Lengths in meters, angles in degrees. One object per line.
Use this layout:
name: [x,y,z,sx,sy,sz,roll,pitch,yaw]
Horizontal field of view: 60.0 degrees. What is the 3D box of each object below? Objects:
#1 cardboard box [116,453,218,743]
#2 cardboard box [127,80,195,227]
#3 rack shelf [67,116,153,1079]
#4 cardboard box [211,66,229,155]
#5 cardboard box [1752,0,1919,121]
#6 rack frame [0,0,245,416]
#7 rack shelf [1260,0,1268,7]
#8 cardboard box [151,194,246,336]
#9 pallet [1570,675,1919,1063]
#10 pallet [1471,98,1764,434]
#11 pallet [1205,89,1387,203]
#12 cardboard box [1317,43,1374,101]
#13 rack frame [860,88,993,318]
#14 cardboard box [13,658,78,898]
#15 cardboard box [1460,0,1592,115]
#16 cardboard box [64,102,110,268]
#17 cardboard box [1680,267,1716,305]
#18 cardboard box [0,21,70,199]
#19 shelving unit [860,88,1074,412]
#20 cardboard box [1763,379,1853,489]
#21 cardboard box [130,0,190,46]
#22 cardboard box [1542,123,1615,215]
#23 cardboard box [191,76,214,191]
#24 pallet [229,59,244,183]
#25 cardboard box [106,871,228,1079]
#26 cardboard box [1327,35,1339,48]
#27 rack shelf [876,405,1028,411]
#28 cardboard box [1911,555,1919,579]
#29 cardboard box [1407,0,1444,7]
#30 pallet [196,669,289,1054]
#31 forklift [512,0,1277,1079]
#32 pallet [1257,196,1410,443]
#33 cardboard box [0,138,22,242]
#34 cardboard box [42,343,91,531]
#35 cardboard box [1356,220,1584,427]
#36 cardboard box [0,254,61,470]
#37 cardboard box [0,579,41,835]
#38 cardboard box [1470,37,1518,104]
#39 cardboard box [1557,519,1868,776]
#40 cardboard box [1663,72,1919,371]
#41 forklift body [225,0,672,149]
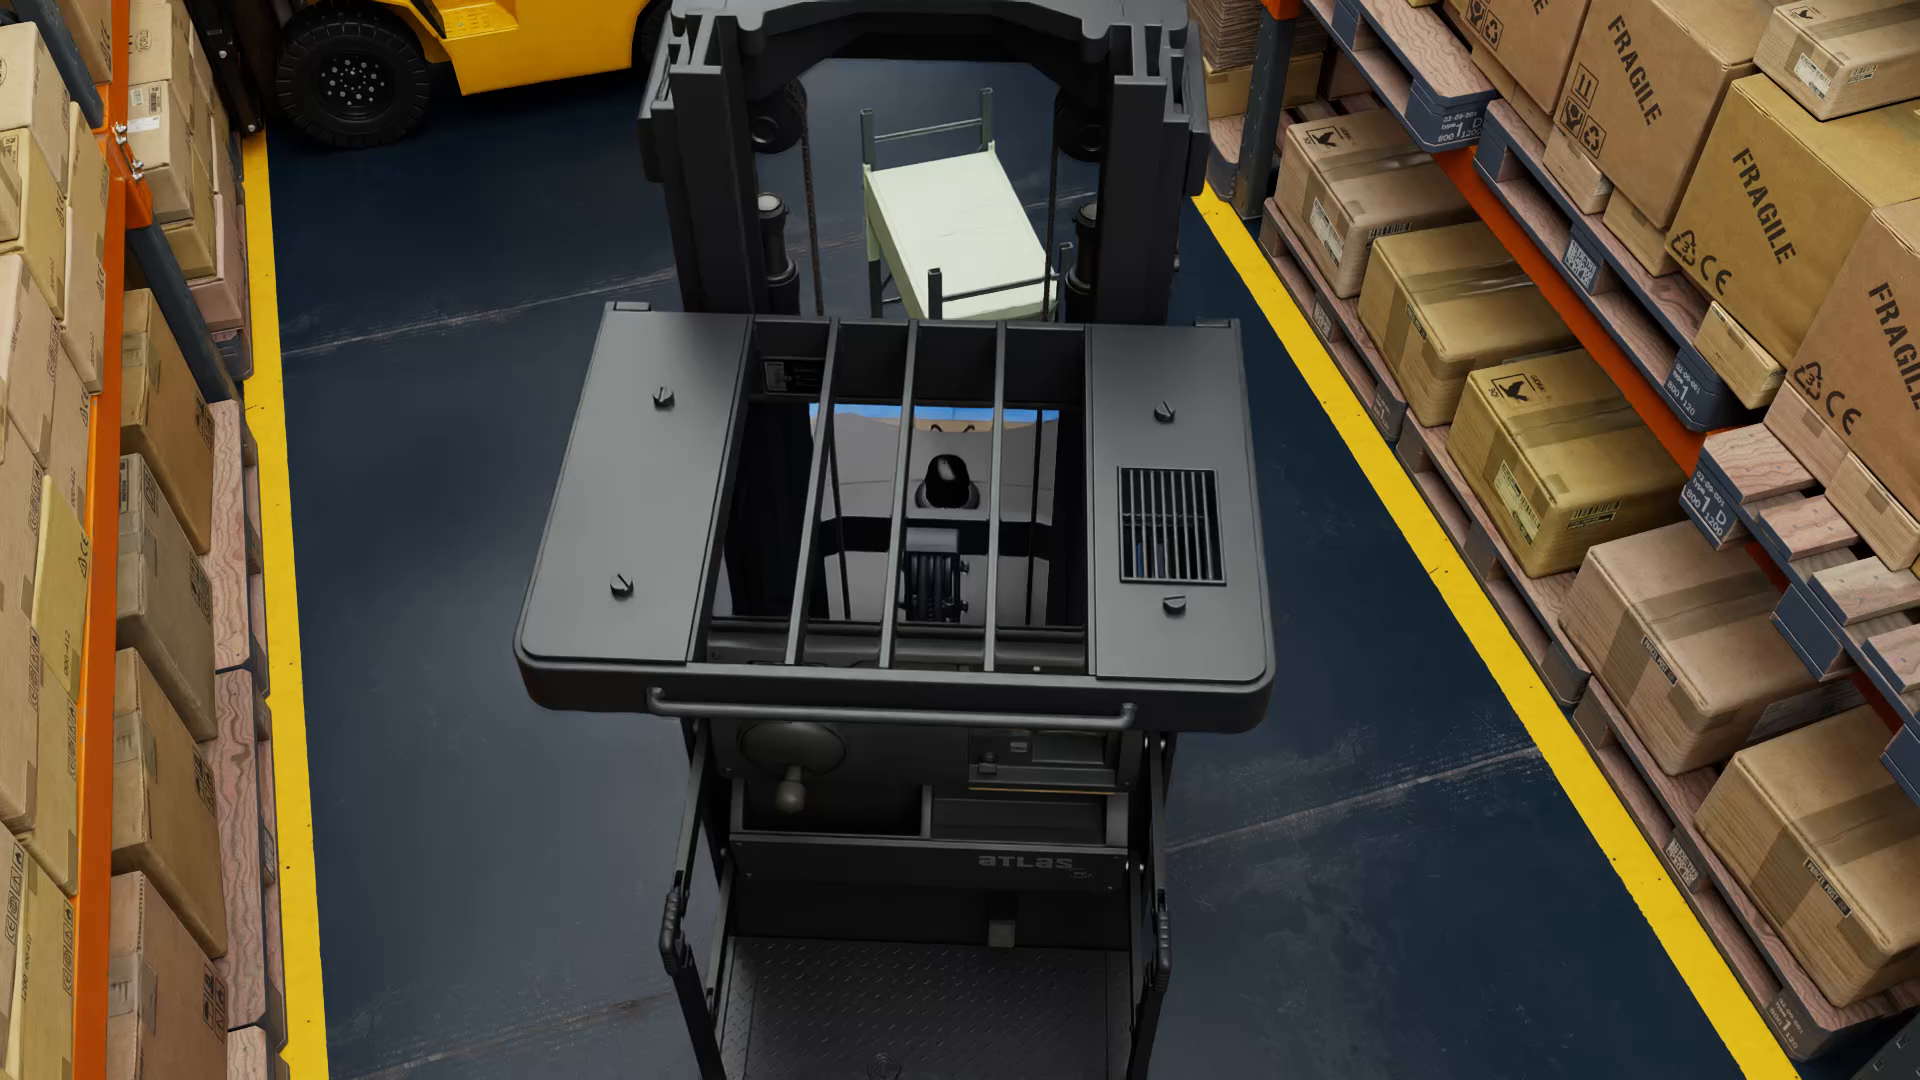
cardboard box: [-2.729,0.267,4.841,0.875,0.625,0.625,-14,51,-11]
cardboard box: [-2.959,-1.305,5.758,0.500,0.250,0.500,-14,51,-12]
rack shelf: [-2.524,0.383,3.936,1.077,0.370,4.000,-13,51,-11]
cardboard box: [-3.274,-1.726,6.767,0.500,0.250,0.500,-13,51,-10]
cardboard box: [2.054,-1.117,3.771,0.380,0.149,0.250,-16,52,-13]
rack frame: [-3.116,-1.310,4.892,1.000,3.000,0.127,-13,51,-11]
rack shelf: [1.033,-3.664,7.347,1.077,0.370,4.000,-13,51,-11]
cardboard box: [-2.943,-0.987,6.144,0.500,0.250,0.500,-13,51,-11]
pallet: [2.578,0.814,4.925,1.003,0.211,1.213,-13,51,-11]
pallet: [2.183,-0.888,4.662,1.003,0.211,1.213,-13,51,-11]
pallet: [1.392,-2.018,7.314,1.003,0.211,1.213,-13,51,-11]
cardboard box: [1.708,-2.176,7.146,0.500,0.250,0.500,-15,52,-13]
rack frame: [-0.096,-0.803,5.446,0.400,1.500,0.023,-13,51,-10]
cardboard box: [-2.134,0.538,3.433,0.500,0.250,0.500,-15,51,-12]
cardboard box: [1.771,-1.561,4.569,0.500,0.500,0.500,-14,51,-11]
cardboard box: [-2.717,-0.952,4.689,0.500,0.250,0.500,-12,51,-10]
cardboard box: [2.105,-0.703,4.270,0.380,0.149,0.250,-13,51,-11]
cardboard box: [-2.726,-1.122,4.505,0.500,0.250,0.500,-14,51,-12]
shelving unit: [0.007,-0.534,5.220,0.431,1.500,0.755,-13,51,-10]
cardboard box: [2.153,-0.293,3.925,0.380,0.149,0.250,-16,52,-13]
cardboard box: [-3.259,-2.042,6.379,0.500,0.250,0.500,-12,51,-10]
cardboard box: [1.845,-1.056,4.568,0.380,0.149,0.250,-12,51,-10]
cardboard box: [-3.115,-1.510,6.258,0.500,0.250,0.500,-14,51,-11]
pallet: [-3.675,-1.894,7.208,1.003,0.211,1.213,-13,51,-11]
cardboard box: [-2.305,1.308,3.964,0.875,0.625,0.625,-12,51,-10]
cardboard box: [1.708,-2.417,6.859,0.500,0.500,0.500,-11,51,-9]
rack shelf: [0.007,-0.324,5.469,0.431,0.370,0.720,-13,51,-10]
cardboard box: [2.338,0.067,3.622,0.380,0.149,0.250,-13,51,-10]
cardboard box: [1.552,-1.830,5.220,0.380,0.149,0.250,-12,51,-10]
pallet: [-2.496,1.011,4.760,1.003,0.211,1.213,-13,51,-11]
forklift: [-0.079,0.505,3.408,1.130,2.935,3.031,2,50,2]
pallet: [1.856,-0.968,6.428,1.003,0.211,1.213,-13,51,-11]
cardboard box: [-2.483,-0.815,3.985,0.380,0.149,0.250,-15,51,-12]
cardboard box: [-2.445,-0.217,4.069,0.500,0.250,0.500,-13,51,-11]
cardboard box: [1.998,-0.816,5.920,0.950,0.372,0.625,-10,51,-9]
cardboard box: [-2.422,-0.373,3.874,0.500,0.250,0.500,-12,51,-10]
cardboard box: [-2.115,0.367,3.249,0.500,0.250,0.500,-14,51,-12]
cardboard box: [1.745,-1.443,4.894,0.380,0.149,0.250,-13,51,-10]
cardboard box: [2.424,0.246,5.024,0.950,0.372,0.625,-14,51,-12]
cardboard box: [2.094,-0.789,3.919,0.500,0.500,0.500,-16,52,-13]
forklift body: [-1.995,-2.985,6.860,2.313,2.155,1.214,-13,51,-11]
